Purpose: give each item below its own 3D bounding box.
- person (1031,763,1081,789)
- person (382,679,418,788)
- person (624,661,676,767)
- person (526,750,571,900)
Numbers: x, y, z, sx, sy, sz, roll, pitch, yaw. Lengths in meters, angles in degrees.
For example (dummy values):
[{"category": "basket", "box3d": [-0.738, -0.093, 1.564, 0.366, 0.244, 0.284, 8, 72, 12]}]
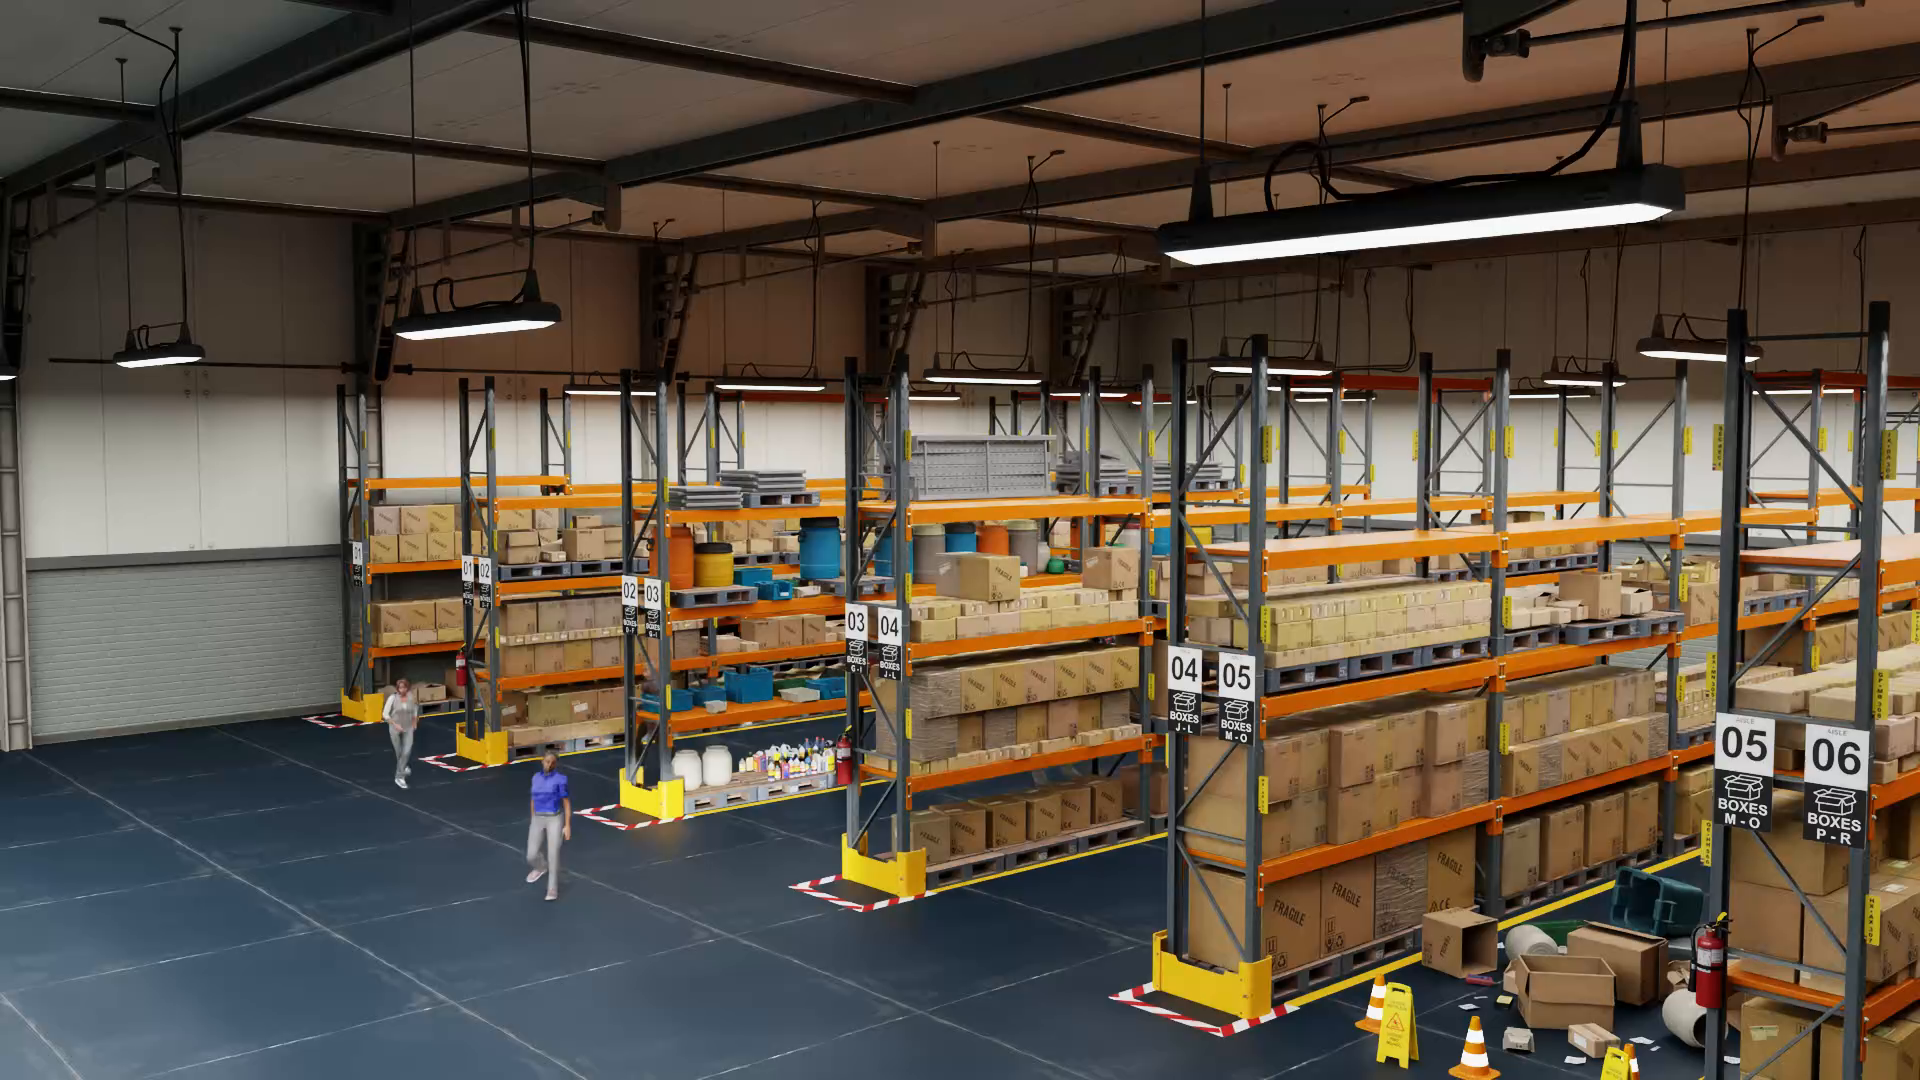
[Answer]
[{"category": "person", "box3d": [1.378, 2.883, 22.962, 1.029, 1.512, 0.572, -2, 4, -27]}, {"category": "person", "box3d": [-8.195, 2.793, 24.343, 0.521, 1.565, 0.716, -2, 4, -25]}, {"category": "person", "box3d": [-4.517, 2.688, 24.589, 0.887, 1.438, 0.693, -1, 4, -22]}, {"category": "person", "box3d": [-4.579, 3.126, 18.472, 0.654, 1.642, 0.583, 0, 4, 7]}]
